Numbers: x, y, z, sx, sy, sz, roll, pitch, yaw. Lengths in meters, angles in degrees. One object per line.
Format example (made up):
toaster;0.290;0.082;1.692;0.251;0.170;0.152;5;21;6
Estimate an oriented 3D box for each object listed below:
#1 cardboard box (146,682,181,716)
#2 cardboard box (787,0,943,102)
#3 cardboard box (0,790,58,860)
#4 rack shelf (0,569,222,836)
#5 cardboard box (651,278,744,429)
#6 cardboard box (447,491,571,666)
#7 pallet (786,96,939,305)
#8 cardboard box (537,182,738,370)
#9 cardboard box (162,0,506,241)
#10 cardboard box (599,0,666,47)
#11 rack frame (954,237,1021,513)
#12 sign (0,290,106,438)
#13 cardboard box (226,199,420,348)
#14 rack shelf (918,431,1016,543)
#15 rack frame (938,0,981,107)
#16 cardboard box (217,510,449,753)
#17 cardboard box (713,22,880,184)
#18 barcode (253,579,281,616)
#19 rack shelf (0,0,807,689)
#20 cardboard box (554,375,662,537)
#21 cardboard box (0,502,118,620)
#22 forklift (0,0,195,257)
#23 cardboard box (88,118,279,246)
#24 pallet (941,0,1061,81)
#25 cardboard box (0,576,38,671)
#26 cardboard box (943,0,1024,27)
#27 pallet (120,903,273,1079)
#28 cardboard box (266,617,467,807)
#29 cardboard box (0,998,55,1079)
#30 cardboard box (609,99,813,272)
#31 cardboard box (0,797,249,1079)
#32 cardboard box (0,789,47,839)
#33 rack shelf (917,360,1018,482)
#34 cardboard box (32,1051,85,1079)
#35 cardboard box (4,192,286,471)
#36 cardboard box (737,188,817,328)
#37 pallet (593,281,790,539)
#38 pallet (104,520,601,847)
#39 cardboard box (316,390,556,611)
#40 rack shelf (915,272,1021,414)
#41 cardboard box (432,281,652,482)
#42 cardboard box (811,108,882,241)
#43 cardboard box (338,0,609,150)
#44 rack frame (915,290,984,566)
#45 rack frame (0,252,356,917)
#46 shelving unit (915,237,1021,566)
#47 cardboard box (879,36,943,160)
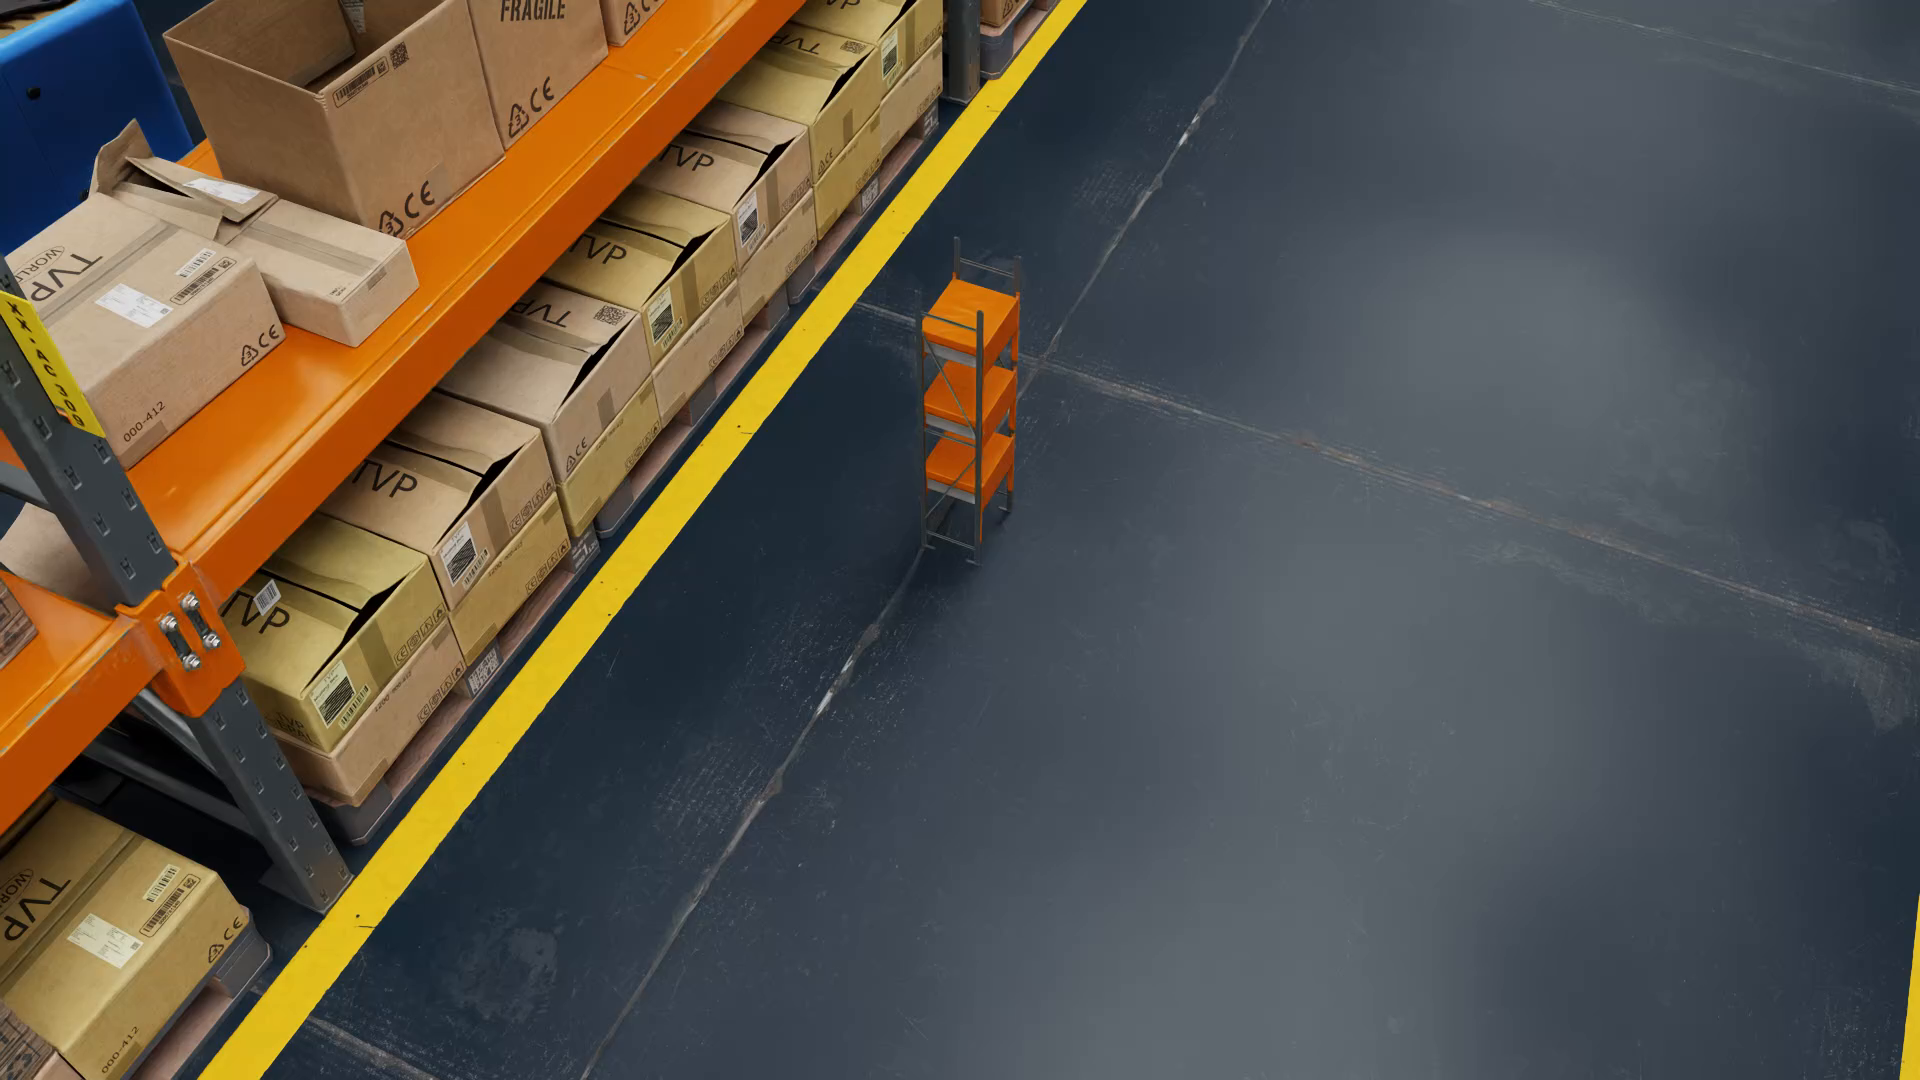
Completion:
cardboard box;-2.190;0.194;4.645;0.500;0.250;0.500;19;52;16
cardboard box;-0.397;-1.922;6.077;0.500;0.311;0.500;21;53;17
cardboard box;-2.577;0.794;4.134;0.500;0.250;0.500;20;52;16
rack shelf;-2.959;1.429;2.537;1.077;0.370;4.000;20;52;16
cardboard box;-1.052;-0.683;5.391;0.500;0.250;0.500;21;53;17
cardboard box;-1.489;0.025;4.789;0.500;0.250;0.500;21;53;17
pallet;-0.783;-1.478;6.369;1.003;0.211;1.213;20;52;16
cardboard box;-1.047;-0.871;5.183;0.500;0.311;0.500;21;53;17
cardboard box;-1.537;-1.100;4.151;0.500;0.500;0.500;23;53;19
cardboard box;-1.098;-1.807;4.753;0.500;0.500;0.500;17;52;14
rack frame;0.075;-0.461;4.953;0.200;1.050;0.008;20;52;16
sign;-1.602;-0.308;2.922;0.100;0.325;0.005;20;52;16
cardboard box;-1.541;-0.644;3.993;0.380;0.149;0.250;20;52;16
rack shelf;0.023;-0.190;5.101;0.215;0.259;0.240;20;52;16
rack frame;-0.396;-2.936;5.778;1.000;3.000;0.127;20;52;16
cardboard box;-1.703;0.188;4.282;0.500;0.311;0.500;20;52;16
cardboard box;-0.613;-1.562;5.771;0.500;0.311;0.500;19;52;16
barcode;-1.619;0.135;3.888;0.001;0.075;0.075;20;52;16
rack shelf;-1.250;-1.325;4.881;1.077;0.370;4.000;20;52;16
cardboard box;-1.270;-0.333;5.093;0.500;0.250;0.500;18;52;15
cardboard box;-2.191;0.020;4.425;0.500;0.311;0.500;20;52;16
forklift;-4.158;-2.446;5.407;3.031;2.935;1.130;31;56;23
cardboard box;-1.895;-0.803;4.052;0.396;0.266;0.258;19;52;15
pallet;-0.043;-2.534;7.267;1.003;0.211;1.213;20;52;16
cardboard box;-2.289;0.094;3.135;0.700;0.500;0.500;19;52;15
cardboard box;0.057;-2.489;6.750;0.500;0.500;0.500;22;53;18
pallet;-2.483;1.256;4.042;1.003;0.211;1.213;20;52;16
cardboard box;-1.709;0.377;4.490;0.500;0.250;0.500;19;52;15
cardboard box;-2.330;1.062;3.414;0.500;0.500;0.500;20;52;16
cardboard box;-0.831;-1.215;5.476;0.500;0.311;0.500;19;52;16
cardboard box;-2.105;0.964;3.990;0.500;0.250;0.500;20;52;16
cardboard box;-2.586;0.548;3.851;0.500;0.500;0.500;20;52;16
rack shelf;0.023;-0.370;4.890;0.215;0.259;0.240;20;52;16
cardboard box;-2.328;1.305;3.700;0.500;0.250;0.500;20;52;16
cardboard box;-1.934;-0.486;3.792;0.500;0.250;0.500;23;53;18
cardboard box;-0.835;-1.038;5.693;0.500;0.250;0.500;21;53;17
pallet;-1.305;-0.641;5.657;1.003;0.211;1.213;20;52;16
pallet;-1.825;0.202;4.939;1.003;0.211;1.213;20;52;16
cardboard box;-1.484;-0.155;4.573;0.500;0.311;0.500;19;52;16
rack shelf;0.023;-0.554;4.673;0.215;0.259;0.240;20;52;16
cardboard box;-1.264;-0.511;4.877;0.500;0.311;0.500;18;52;15
cardboard box;-0.617;-1.383;5.987;0.500;0.250;0.500;19;52;16
cardboard box;-1.323;-1.445;4.444;0.500;0.500;0.500;20;52;16
rack frame;-0.029;-0.293;4.810;0.200;1.050;0.008;20;52;16
rack frame;-2.105;-0.181;3.435;1.000;3.000;0.127;20;52;16
shelving unit;0.023;-0.377;4.882;0.215;1.050;0.252;20;52;16
cardboard box;-0.400;-1.739;6.290;0.500;0.250;0.500;21;53;17
